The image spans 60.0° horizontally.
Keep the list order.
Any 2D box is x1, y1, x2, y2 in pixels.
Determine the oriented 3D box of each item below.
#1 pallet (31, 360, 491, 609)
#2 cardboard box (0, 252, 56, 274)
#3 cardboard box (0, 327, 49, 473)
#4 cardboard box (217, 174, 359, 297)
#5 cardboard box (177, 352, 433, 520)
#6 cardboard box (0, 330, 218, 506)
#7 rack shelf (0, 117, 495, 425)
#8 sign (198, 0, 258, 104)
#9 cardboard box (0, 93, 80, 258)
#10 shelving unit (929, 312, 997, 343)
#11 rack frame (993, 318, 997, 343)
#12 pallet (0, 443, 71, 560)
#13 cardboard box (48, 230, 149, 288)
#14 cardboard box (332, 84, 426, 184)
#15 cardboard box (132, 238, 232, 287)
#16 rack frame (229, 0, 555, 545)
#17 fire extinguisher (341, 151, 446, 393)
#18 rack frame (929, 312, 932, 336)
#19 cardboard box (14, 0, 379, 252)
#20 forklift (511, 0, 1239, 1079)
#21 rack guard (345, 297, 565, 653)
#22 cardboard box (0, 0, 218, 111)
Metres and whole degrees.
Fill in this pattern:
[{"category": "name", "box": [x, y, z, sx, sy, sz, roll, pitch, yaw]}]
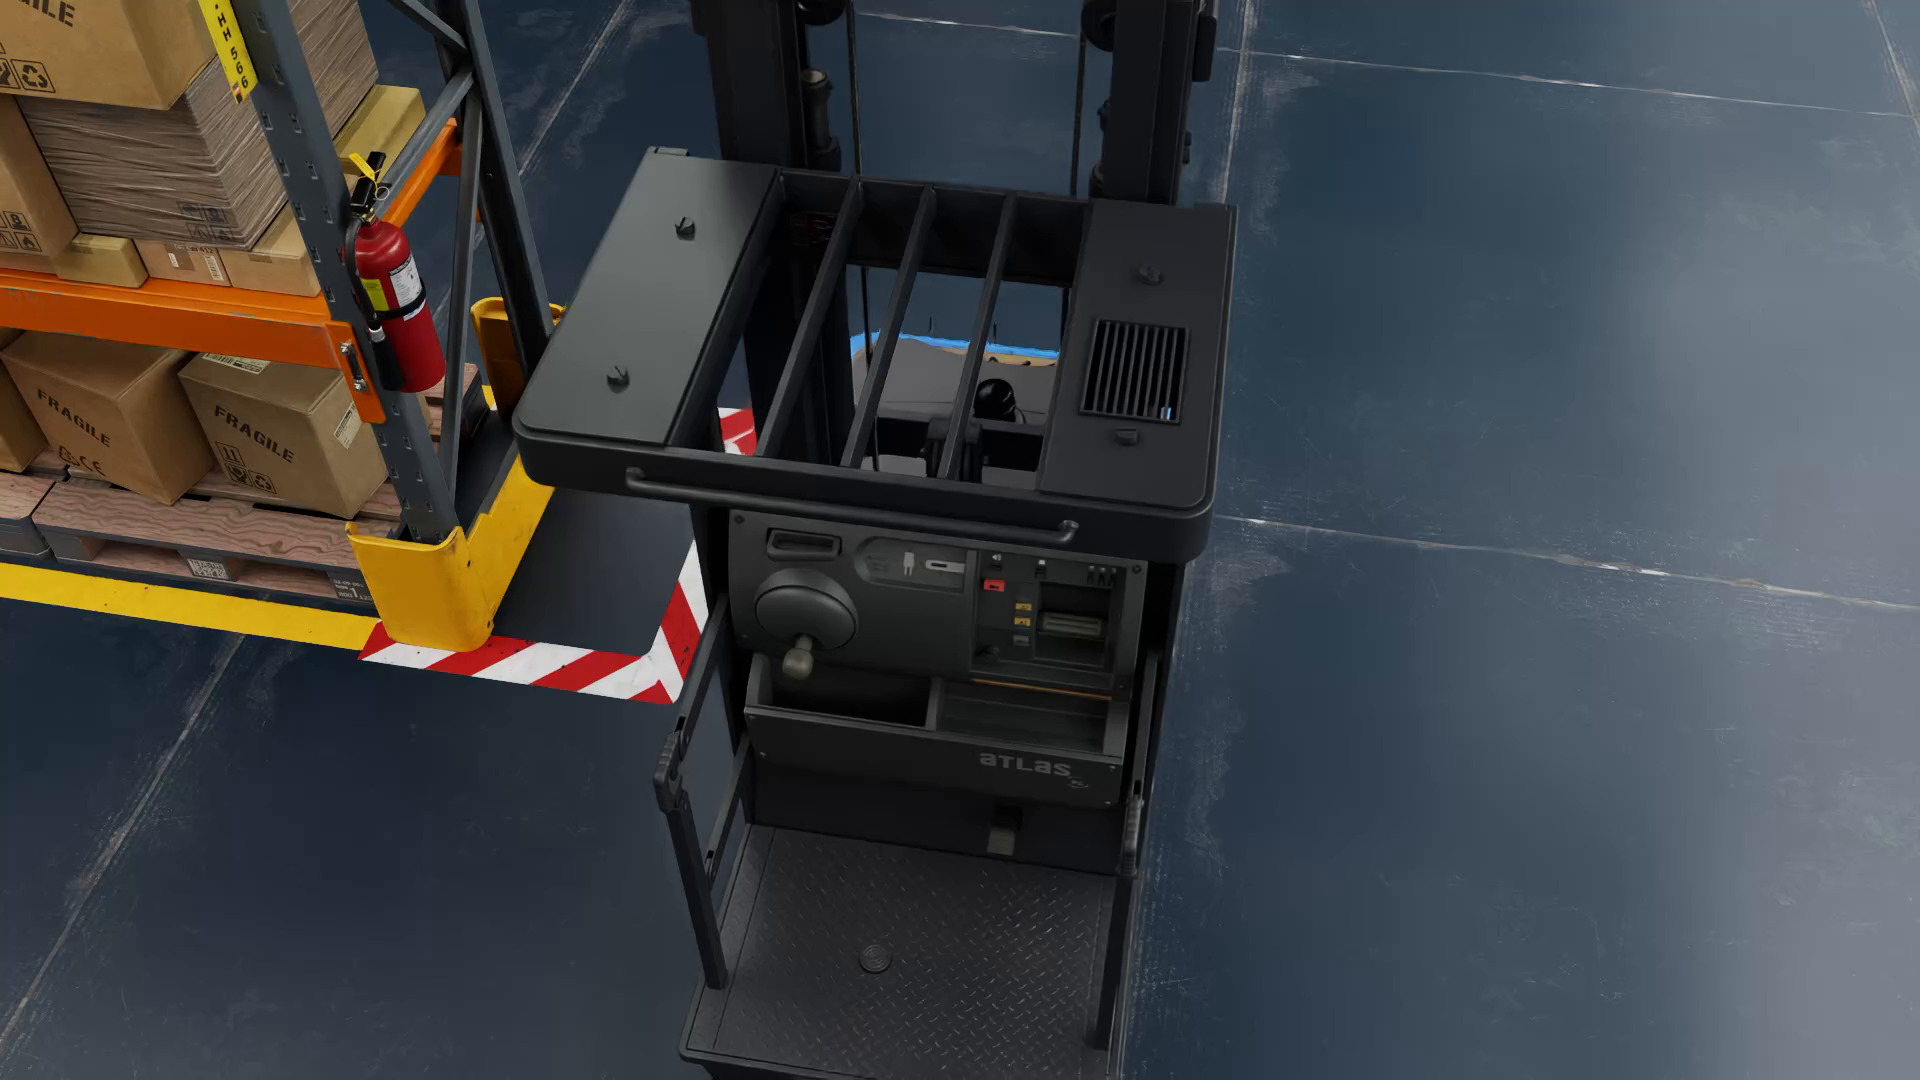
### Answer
[{"category": "pallet", "box": [-2.421, -0.280, 5.860, 1.213, 0.211, 1.003, 8, 49, 7]}, {"category": "cardboard box", "box": [-2.615, -0.945, 4.751, 0.250, 0.149, 0.380, 8, 49, 7]}, {"category": "cardboard box", "box": [-3.372, -0.619, 5.688, 0.500, 0.500, 0.500, 12, 49, 10]}, {"category": "cardboard box", "box": [-1.871, -0.871, 4.685, 0.250, 0.149, 0.380, 8, 49, 7]}, {"category": "cardboard box", "box": [-2.165, -0.469, 5.553, 0.500, 0.500, 0.500, 16, 50, 14]}, {"category": "cardboard box", "box": [-2.759, -0.523, 5.601, 0.500, 0.500, 0.500, 19, 51, 17]}, {"category": "rack shelf", "box": [-3.522, -1.093, 5.199, 4.000, 0.370, 1.077, 8, 49, 7]}, {"category": "sign", "box": [-1.672, -1.158, 3.783, 0.005, 0.325, 0.100, 8, 49, 7]}, {"category": "cardboard box", "box": [-2.603, -1.273, 4.610, 0.500, 0.500, 0.875, 8, 49, 7]}, {"category": "shelving unit", "box": [-0.007, -0.310, 5.423, 0.210, 0.900, 0.258, 6, 48, 6]}, {"category": "rack frame", "box": [0.093, -0.299, 5.414, 0.006, 0.900, 0.240, 6, 48, 6]}, {"category": "pallet", "box": [-3.618, -0.443, 6.006, 1.213, 0.211, 1.003, 8, 49, 7]}, {"category": "cardboard box", "box": [-2.372, -0.900, 4.711, 0.250, 0.149, 0.380, 8, 49, 7]}, {"category": "cardboard box", "box": [-1.791, -1.197, 4.978, 0.250, 0.149, 0.380, 8, 49, 7]}, {"category": "cardboard box", "box": [-2.117, -0.905, 4.715, 0.250, 0.149, 0.380, 8, 49, 7]}, {"category": "rack frame", "box": [-1.553, -1.069, 4.694, 0.127, 3.000, 1.000, 8, 49, 7]}, {"category": "fire extinguisher", "box": [-1.523, -0.691, 4.406, 0.183, 0.674, 0.296, 8, 49, 7]}, {"category": "rack frame", "box": [-0.108, -0.321, 5.433, 0.006, 0.900, 0.240, 6, 48, 6]}, {"category": "cardboard box", "box": [-2.090, -1.295, 4.629, 0.500, 0.500, 0.875, 8, 49, 7]}, {"category": "forklift", "box": [-0.091, 0.252, 3.553, 1.130, 2.935, 3.031, 7, 48, 6]}, {"category": "rack guard", "box": [-1.628, -0.243, 5.633, 0.348, 0.500, 1.175, 8, 49, 7]}, {"category": "cardboard box", "box": [-2.139, -1.428, 4.077, 0.500, 0.500, 0.500, 8, 49, 7]}]
